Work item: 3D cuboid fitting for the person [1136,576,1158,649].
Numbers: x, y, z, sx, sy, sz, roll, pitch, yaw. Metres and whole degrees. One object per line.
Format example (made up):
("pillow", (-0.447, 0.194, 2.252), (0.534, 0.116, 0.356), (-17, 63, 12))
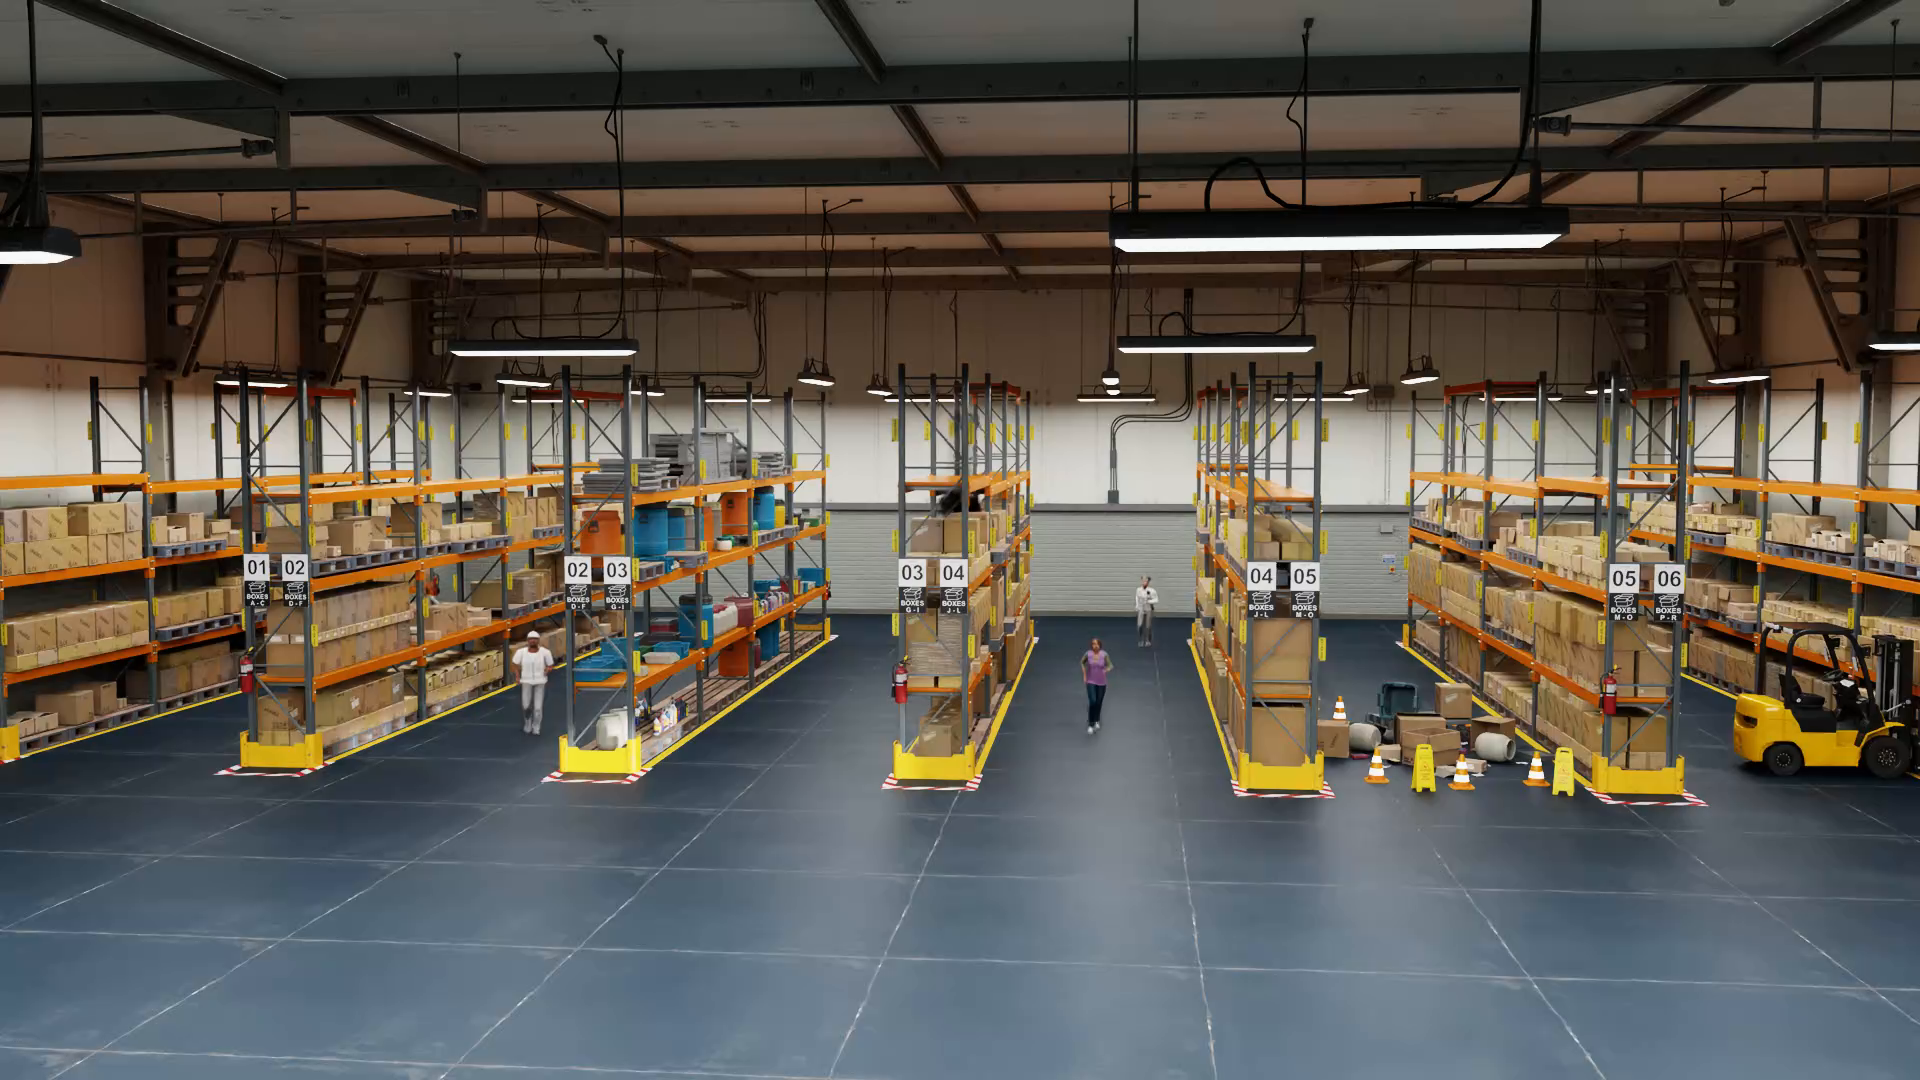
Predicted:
("person", (4.327, 1.676, 38.764), (0.574, 1.715, 0.700), (1, 4, 21))

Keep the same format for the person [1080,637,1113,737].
("person", (2.280, 2.428, 27.678), (0.528, 1.635, 0.719), (0, 4, -2))

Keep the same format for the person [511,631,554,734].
("person", (-7.049, 2.366, 27.451), (0.688, 1.723, 0.589), (-1, 4, -14))

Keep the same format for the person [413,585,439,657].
("person", (-11.976, 1.812, 37.259), (0.508, 1.604, 0.667), (0, 4, 4))
